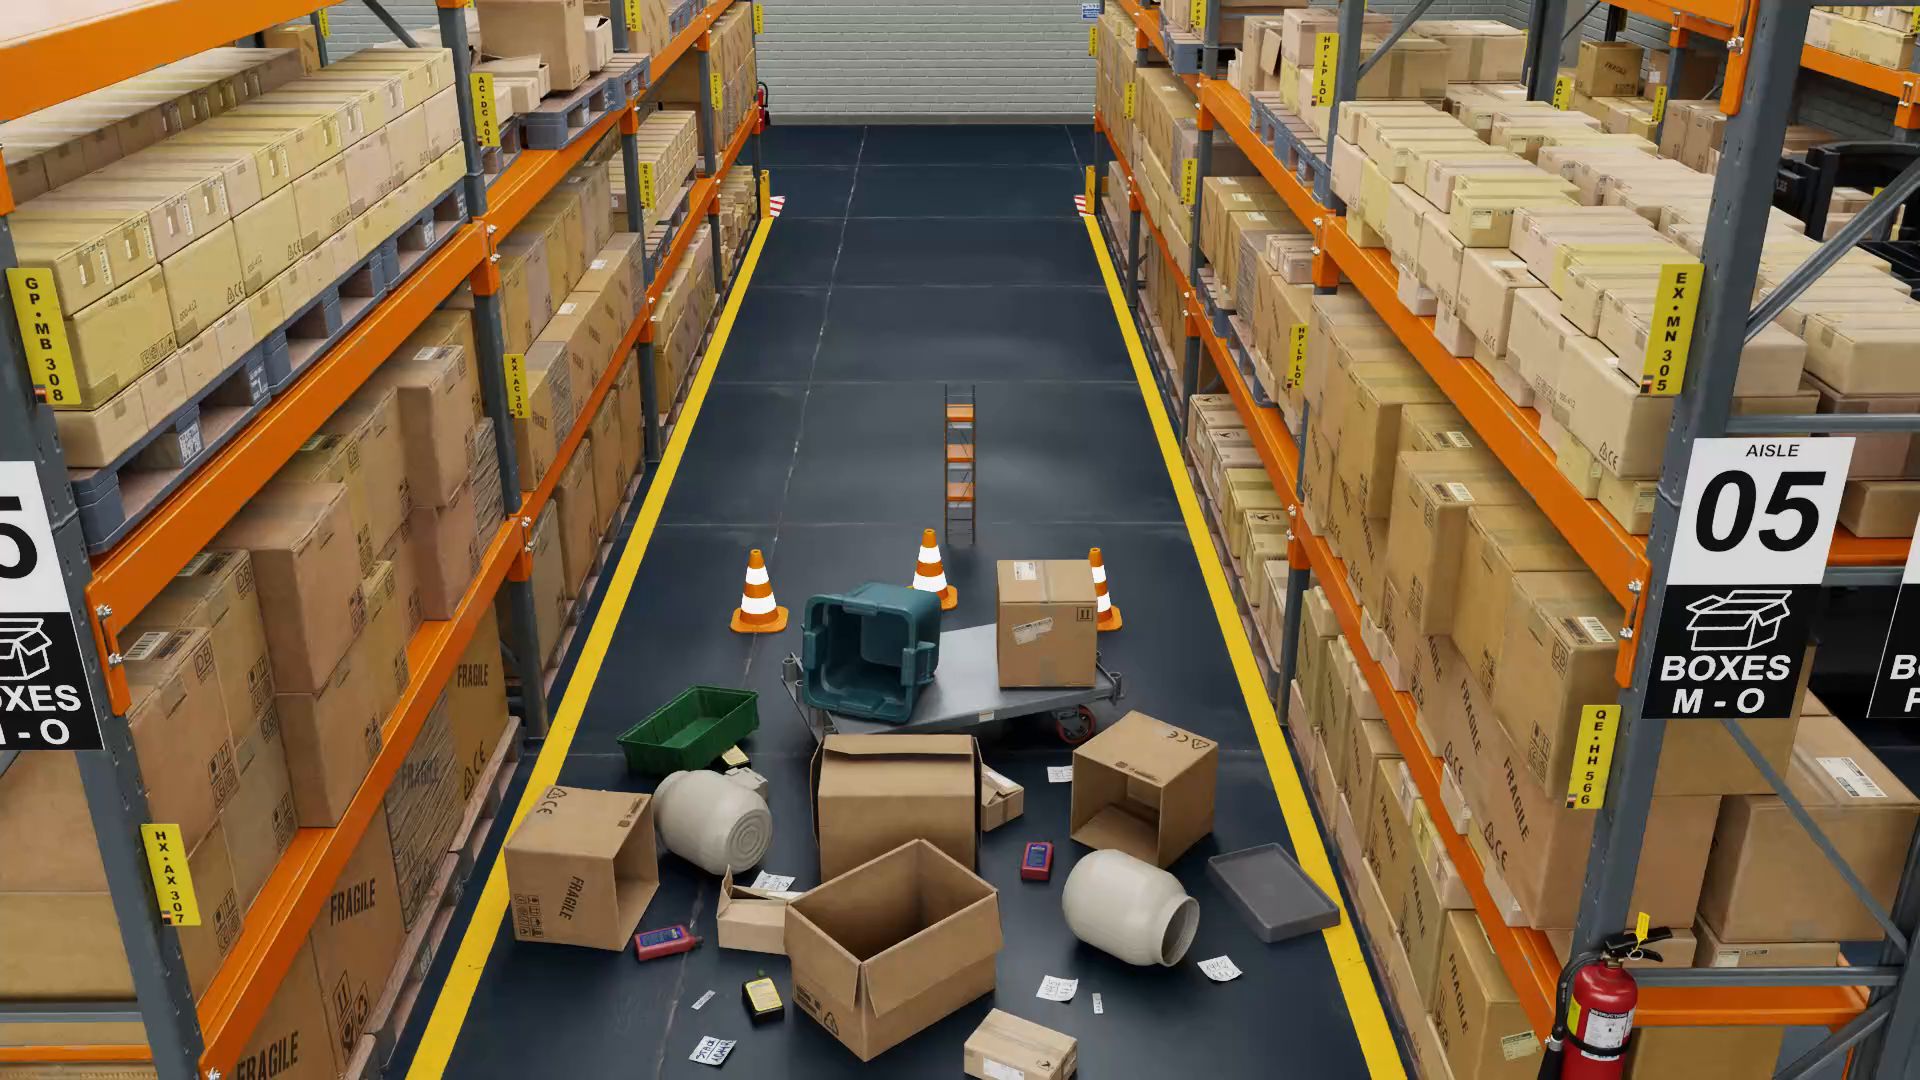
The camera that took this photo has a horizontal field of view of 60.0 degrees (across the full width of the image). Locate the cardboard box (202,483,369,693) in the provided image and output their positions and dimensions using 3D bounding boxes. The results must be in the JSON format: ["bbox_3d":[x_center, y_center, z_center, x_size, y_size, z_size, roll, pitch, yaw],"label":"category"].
[{"bbox_3d":[-2.609,0.161,5.761,0.875,0.550,0.550,0,24,-1],"label":"cardboard box"}]

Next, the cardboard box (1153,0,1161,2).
[{"bbox_3d":[1.807,-4.605,13.926,0.380,0.166,0.250,-2,24,-4],"label":"cardboard box"}]

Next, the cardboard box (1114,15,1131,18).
[{"bbox_3d":[1.826,-5.439,17.515,0.380,0.149,0.250,0,24,0],"label":"cardboard box"}]

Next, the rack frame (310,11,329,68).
[{"bbox_3d":[-7.810,-5.280,19.285,1.000,3.000,0.127,0,24,-1],"label":"rack frame"}]

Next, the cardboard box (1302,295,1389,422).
[{"bbox_3d":[2.018,-0.834,7.759,0.700,0.500,0.500,-1,24,-1],"label":"cardboard box"}]

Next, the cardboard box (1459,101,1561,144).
[{"bbox_3d":[2.452,-1.866,7.433,0.380,0.149,0.250,0,24,1],"label":"cardboard box"}]

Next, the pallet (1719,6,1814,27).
[{"bbox_3d":[7.057,-4.285,13.673,1.213,0.211,1.003,0,24,-1],"label":"pallet"}]

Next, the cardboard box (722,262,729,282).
[{"bbox_3d":[-2.489,-2.656,16.434,0.380,0.149,0.250,-1,24,-3],"label":"cardboard box"}]

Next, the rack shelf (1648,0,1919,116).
[{"bbox_3d":[2.252,-1.960,5.541,1.077,0.370,4.000,0,24,-1],"label":"rack shelf"}]

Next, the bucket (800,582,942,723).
[{"bbox_3d":[-0.412,0.529,8.569,0.726,0.611,0.620,8,16,18],"label":"bucket"}]

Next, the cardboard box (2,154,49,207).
[{"bbox_3d":[-3.028,-1.076,5.055,0.380,0.149,0.250,0,24,0],"label":"cardboard box"}]

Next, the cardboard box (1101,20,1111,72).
[{"bbox_3d":[1.832,-5.414,18.246,0.500,0.500,0.500,-1,24,-2],"label":"cardboard box"}]

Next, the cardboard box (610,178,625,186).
[{"bbox_3d":[-2.579,-2.614,12.464,0.380,0.149,0.250,-1,24,-2],"label":"cardboard box"}]

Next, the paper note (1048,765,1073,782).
[{"bbox_3d":[0.530,1.199,8.562,0.148,0.019,0.142,0,24,-1],"label":"paper note"}]

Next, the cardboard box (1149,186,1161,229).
[{"bbox_3d":[1.877,-2.795,13.972,0.500,0.250,0.500,-1,24,-1],"label":"cardboard box"}]

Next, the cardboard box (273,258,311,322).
[{"bbox_3d":[-2.372,-0.820,5.456,0.380,0.149,0.250,0,24,-1],"label":"cardboard box"}]

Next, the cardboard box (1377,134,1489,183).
[{"bbox_3d":[1.909,-1.540,6.712,0.380,0.149,0.250,0,24,-1],"label":"cardboard box"}]

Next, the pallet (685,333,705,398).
[{"bbox_3d":[-2.780,-1.517,14.349,1.003,0.211,1.213,0,24,-1],"label":"pallet"}]

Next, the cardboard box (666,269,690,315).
[{"bbox_3d":[-2.526,-2.057,13.771,0.500,0.250,0.500,0,24,0],"label":"cardboard box"}]

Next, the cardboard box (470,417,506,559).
[{"bbox_3d":[-2.703,-0.232,7.942,0.875,0.550,0.550,0,24,-1],"label":"cardboard box"}]

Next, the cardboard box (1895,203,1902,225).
[{"bbox_3d":[7.300,-2.502,12.511,0.500,0.500,0.500,1,24,2],"label":"cardboard box"}]

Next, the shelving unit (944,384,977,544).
[{"bbox_3d":[-0.001,-0.500,11.082,0.215,1.050,0.252,0,24,-1],"label":"shelving unit"}]

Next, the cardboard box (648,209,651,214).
[{"bbox_3d":[-2.578,-2.599,12.790,0.380,0.149,0.250,-1,24,-2],"label":"cardboard box"}]

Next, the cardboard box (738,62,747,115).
[{"bbox_3d":[-2.572,-4.837,17.822,0.500,0.500,0.500,0,24,0],"label":"cardboard box"}]

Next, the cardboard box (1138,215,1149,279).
[{"bbox_3d":[2.243,-2.960,16.753,0.875,0.438,0.875,-1,24,-1],"label":"cardboard box"}]

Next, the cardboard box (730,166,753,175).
[{"bbox_3d":[-2.590,-4.207,19.141,0.380,0.149,0.250,0,24,0],"label":"cardboard box"}]

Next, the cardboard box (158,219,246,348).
[{"bbox_3d":[-2.430,-0.748,4.814,0.500,0.250,0.500,-1,24,-1],"label":"cardboard box"}]

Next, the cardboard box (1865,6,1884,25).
[{"bbox_3d":[6.944,-3.892,12.275,0.380,0.149,0.250,0,24,1],"label":"cardboard box"}]

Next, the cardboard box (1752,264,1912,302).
[{"bbox_3d":[2.514,-0.702,4.859,0.380,0.149,0.250,0,24,-1],"label":"cardboard box"}]

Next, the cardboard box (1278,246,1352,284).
[{"bbox_3d":[1.979,-1.521,9.194,0.380,0.149,0.250,-1,24,-2],"label":"cardboard box"}]

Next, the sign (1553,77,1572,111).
[{"bbox_3d":[2.772,-1.988,7.738,0.100,0.325,0.005,0,24,-1],"label":"sign"}]

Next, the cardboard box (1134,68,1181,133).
[{"bbox_3d":[1.860,-3.995,15.109,0.500,0.500,0.500,0,24,0],"label":"cardboard box"}]

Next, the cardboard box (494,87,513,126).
[{"bbox_3d":[-2.482,-2.234,8.583,0.250,0.149,0.380,0,24,-1],"label":"cardboard box"}]

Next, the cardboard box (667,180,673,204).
[{"bbox_3d":[-2.583,-2.880,13.773,0.380,0.149,0.250,-1,24,-2],"label":"cardboard box"}]

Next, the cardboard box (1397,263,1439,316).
[{"bbox_3d":[1.914,-0.971,6.422,0.380,0.149,0.250,-1,24,-2],"label":"cardboard box"}]

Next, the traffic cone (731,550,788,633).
[{"bbox_3d":[-1.223,0.280,10.069,0.336,0.463,0.334,0,24,-1],"label":"traffic cone"}]

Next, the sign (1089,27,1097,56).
[{"bbox_3d":[1.544,-5.755,19.189,0.100,0.325,0.005,0,24,-1],"label":"sign"}]

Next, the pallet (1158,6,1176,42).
[{"bbox_3d":[2.111,-4.035,13.120,1.003,0.211,1.213,1,24,2],"label":"pallet"}]

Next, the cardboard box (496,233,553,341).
[{"bbox_3d":[-2.743,-1.442,9.464,0.700,0.500,0.500,0,24,0],"label":"cardboard box"}]

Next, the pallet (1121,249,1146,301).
[{"bbox_3d":[2.213,-2.720,17.007,1.003,0.211,1.213,0,24,-1],"label":"pallet"}]

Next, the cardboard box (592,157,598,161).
[{"bbox_3d":[-3.242,-3.120,13.943,0.380,0.149,0.250,-1,24,-1],"label":"cardboard box"}]

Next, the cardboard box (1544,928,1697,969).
[{"bbox_3d":[2.056,1.230,5.196,0.380,0.149,0.250,1,24,1],"label":"cardboard box"}]

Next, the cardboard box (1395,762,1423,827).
[{"bbox_3d":[1.932,1.000,6.528,0.380,0.149,0.250,1,24,2],"label":"cardboard box"}]

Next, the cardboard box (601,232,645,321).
[{"bbox_3d":[-2.489,-1.826,11.525,0.500,0.500,0.500,0,24,-1],"label":"cardboard box"}]

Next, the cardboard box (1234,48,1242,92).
[{"bbox_3d":[2.023,-3.098,10.983,0.396,0.266,0.258,0,24,-1],"label":"cardboard box"}]

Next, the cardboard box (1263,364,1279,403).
[{"bbox_3d":[1.924,-0.882,9.356,0.380,0.149,0.250,-1,24,-1],"label":"cardboard box"}]

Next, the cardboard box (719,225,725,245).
[{"bbox_3d":[-2.546,-3.033,16.543,0.380,0.149,0.250,1,24,2],"label":"cardboard box"}]

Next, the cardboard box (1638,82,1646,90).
[{"bbox_3d":[7.338,-4.811,18.068,0.500,0.250,0.500,1,24,1],"label":"cardboard box"}]

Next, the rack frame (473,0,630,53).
[{"bbox_3d":[-2.762,-4.698,10.717,1.000,3.000,0.127,0,24,-1],"label":"rack frame"}]

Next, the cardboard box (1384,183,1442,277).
[{"bbox_3d":[1.968,-1.212,6.472,0.500,0.250,0.500,0,24,0],"label":"cardboard box"}]

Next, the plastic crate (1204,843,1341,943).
[{"bbox_3d":[1.427,1.601,7.613,0.402,0.080,0.583,-9,26,-19],"label":"plastic crate"}]

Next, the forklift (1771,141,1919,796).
[{"bbox_3d":[4.807,-0.505,8.810,1.130,2.935,3.031,-1,24,-1],"label":"forklift"}]

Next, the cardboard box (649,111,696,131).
[{"bbox_3d":[-2.606,-3.796,15.077,0.380,0.149,0.250,1,24,2],"label":"cardboard box"}]

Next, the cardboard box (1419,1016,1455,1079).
[{"bbox_3d":[1.996,1.988,6.042,0.500,0.250,0.500,0,24,-1],"label":"cardboard box"}]

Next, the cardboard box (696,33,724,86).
[{"bbox_3d":[-2.588,-4.650,16.195,0.500,0.500,0.500,-1,24,-2],"label":"cardboard box"}]

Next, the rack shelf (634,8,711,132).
[{"bbox_3d":[-2.784,-3.827,13.306,1.077,0.370,4.000,0,24,-1],"label":"rack shelf"}]

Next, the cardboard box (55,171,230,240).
[{"bbox_3d":[-2.367,-0.972,4.826,0.380,0.149,0.250,0,24,0],"label":"cardboard box"}]
